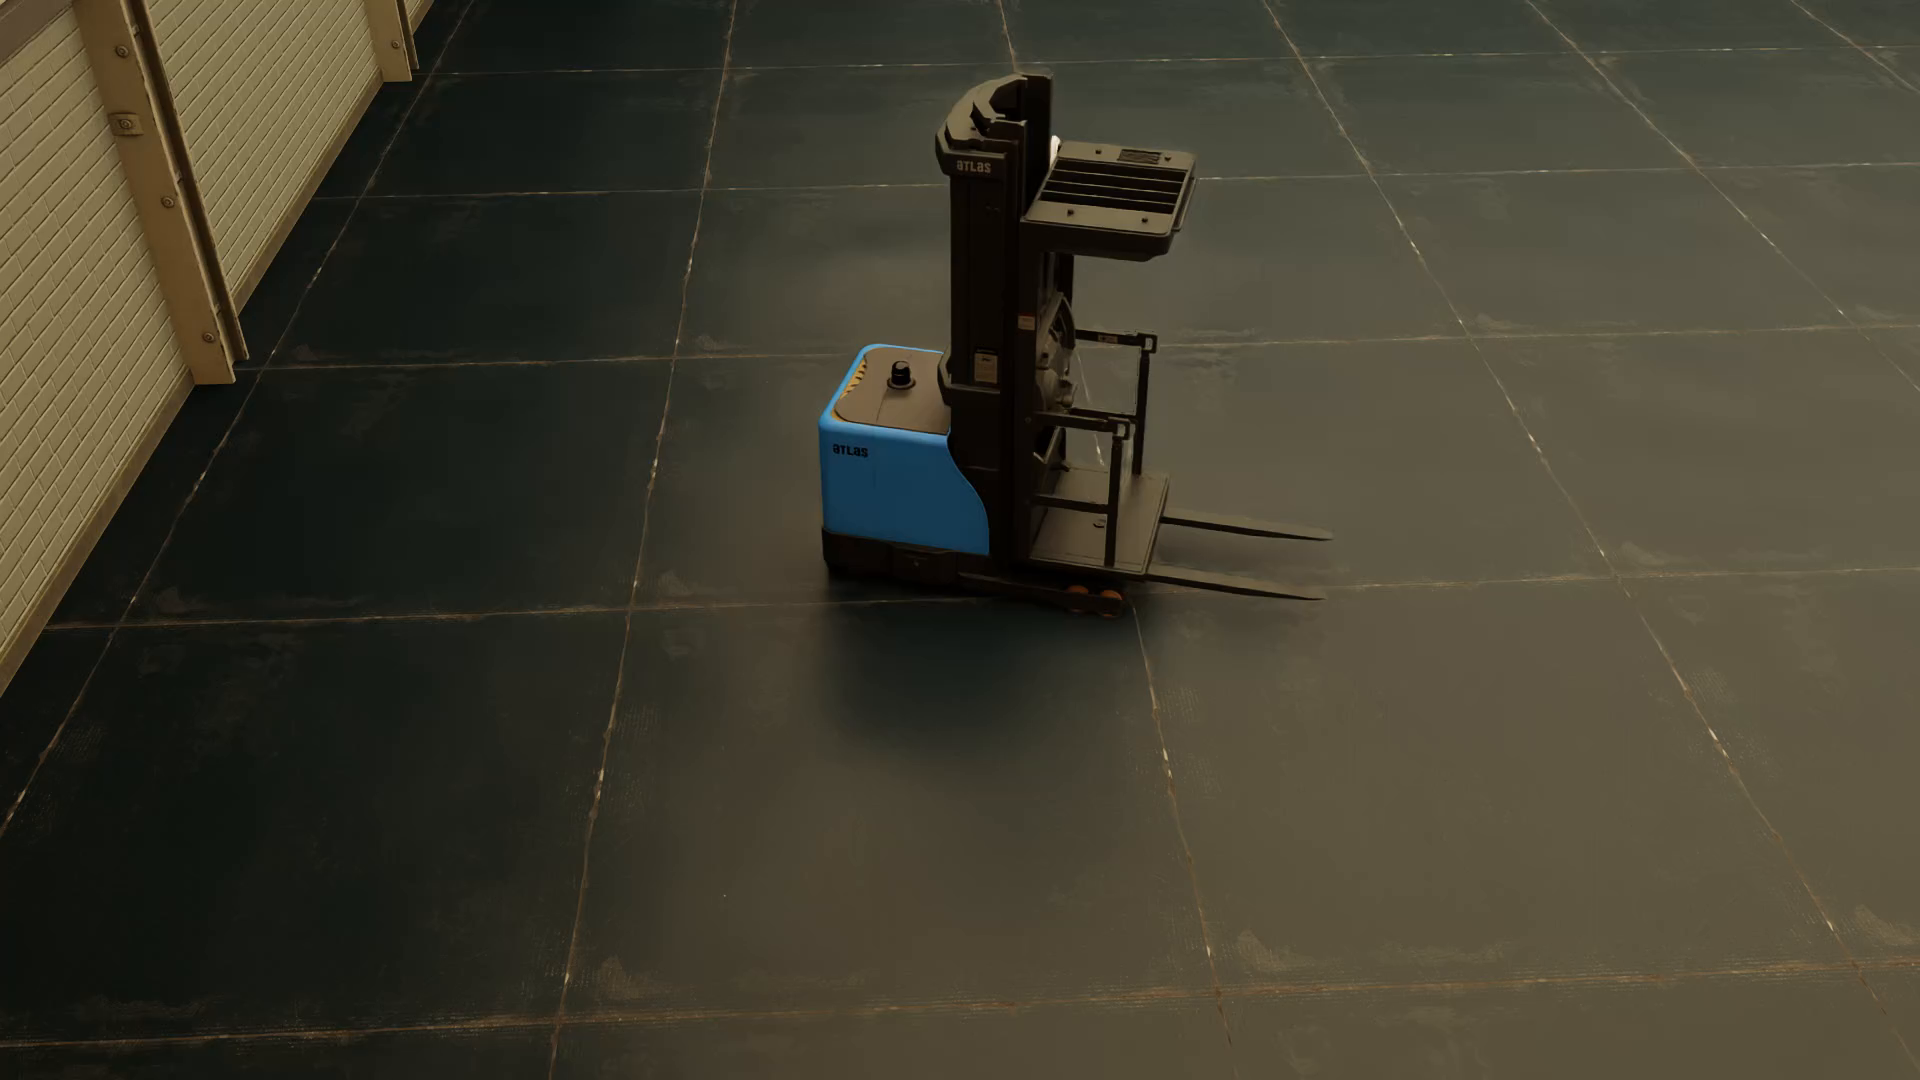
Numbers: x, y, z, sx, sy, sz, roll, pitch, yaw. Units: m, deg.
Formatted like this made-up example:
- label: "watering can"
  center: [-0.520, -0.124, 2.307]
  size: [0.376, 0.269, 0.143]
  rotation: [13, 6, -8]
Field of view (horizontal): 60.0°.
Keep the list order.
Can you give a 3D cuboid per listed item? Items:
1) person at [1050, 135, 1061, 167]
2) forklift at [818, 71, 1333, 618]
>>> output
- label: "person"
  center: [0.487, -2.471, 12.498]
  size: [0.628, 1.760, 0.866]
  rotation: [-9, 37, -12]
- label: "forklift"
  center: [0.734, -1.069, 9.478]
  size: [3.031, 2.935, 1.130]
  rotation: [8, 37, 11]
